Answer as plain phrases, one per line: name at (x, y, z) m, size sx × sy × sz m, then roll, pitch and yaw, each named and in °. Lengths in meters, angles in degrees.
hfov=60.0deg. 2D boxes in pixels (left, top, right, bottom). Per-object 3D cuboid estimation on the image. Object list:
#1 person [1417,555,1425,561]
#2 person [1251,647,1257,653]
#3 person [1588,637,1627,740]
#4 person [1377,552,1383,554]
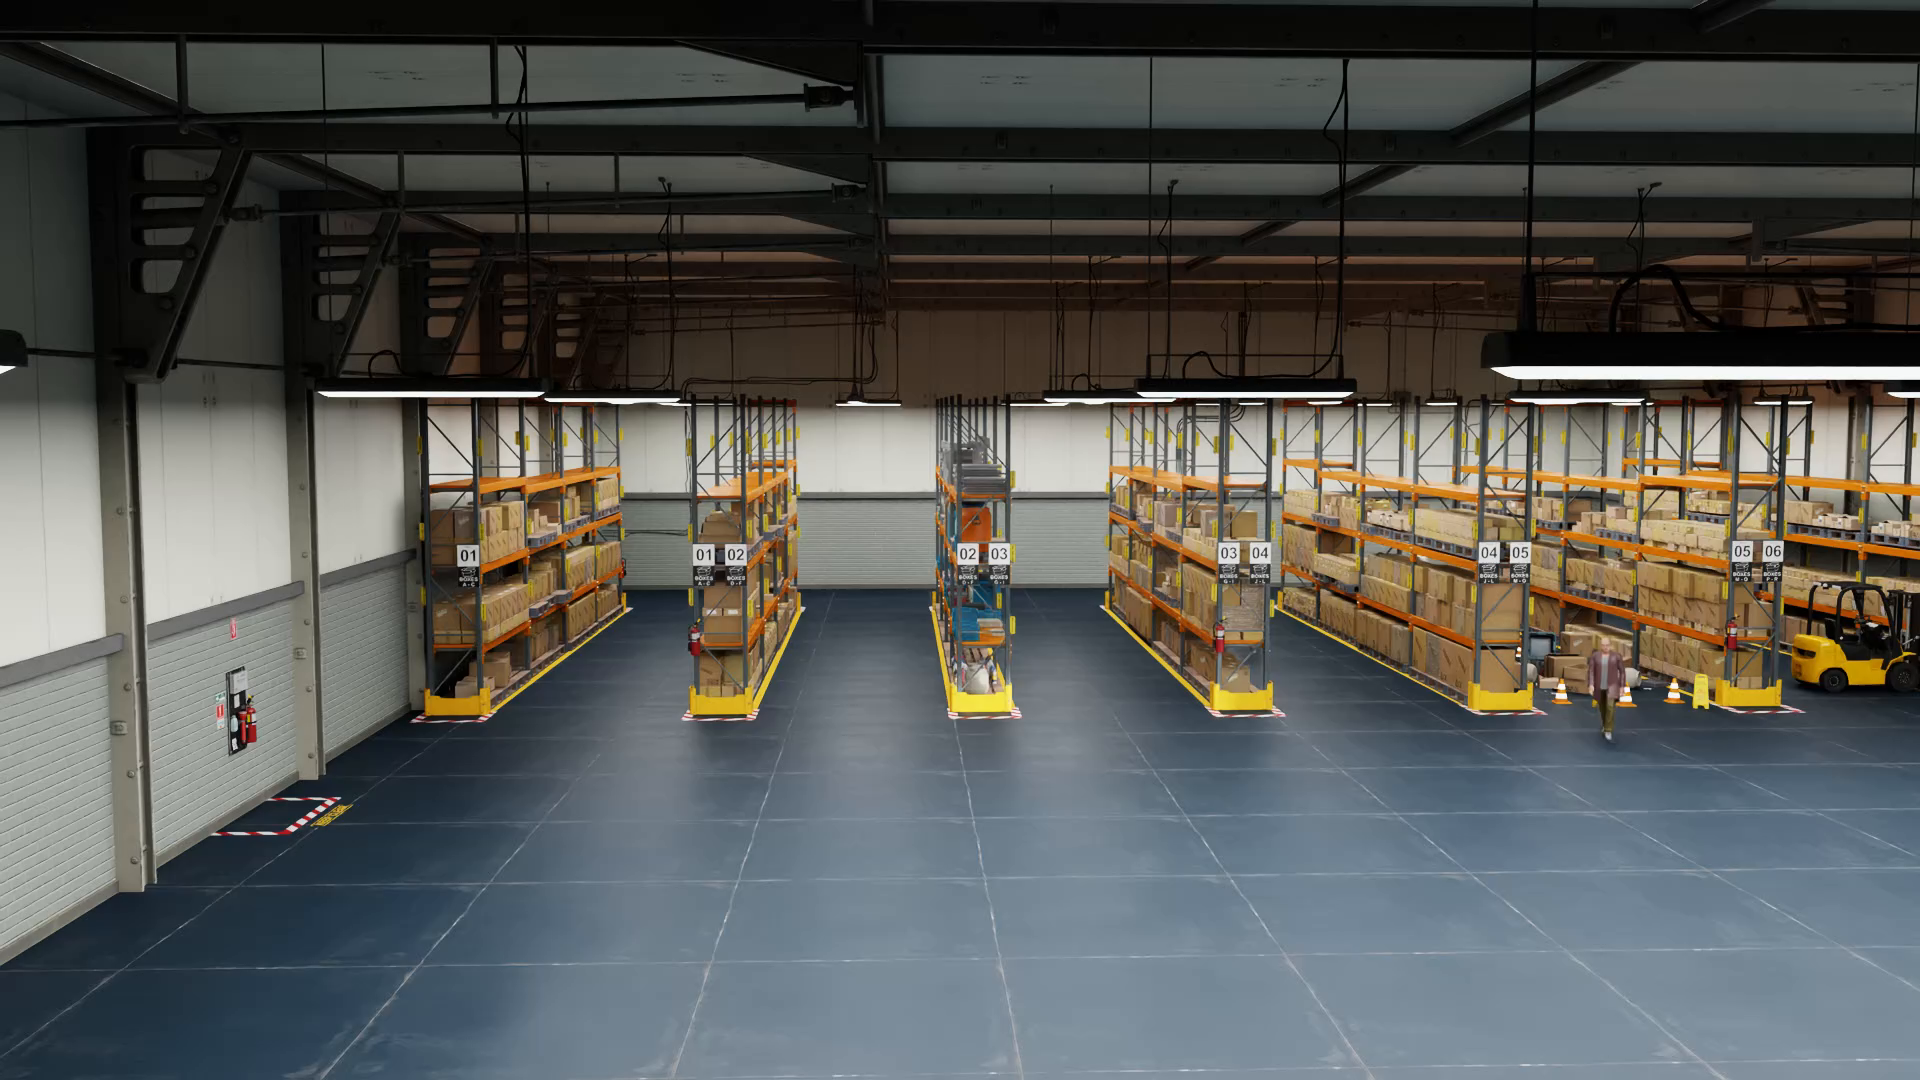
person at (13.645, 0.954, 49.498) m, size 0.991 × 1.727 × 0.535 m, roll -1°, pitch 5°, yaw -12°
person at (6.965, 1.824, 39.109) m, size 0.436 × 1.604 × 1.064 m, roll 0°, pitch 4°, yaw 0°
person at (11.200, 2.558, 28.860) m, size 0.607 × 1.732 × 1.060 m, roll 3°, pitch 6°, yaw 37°
person at (11.935, 1.179, 47.211) m, size 0.383 × 1.678 × 0.488 m, roll 3°, pitch 6°, yaw 35°
